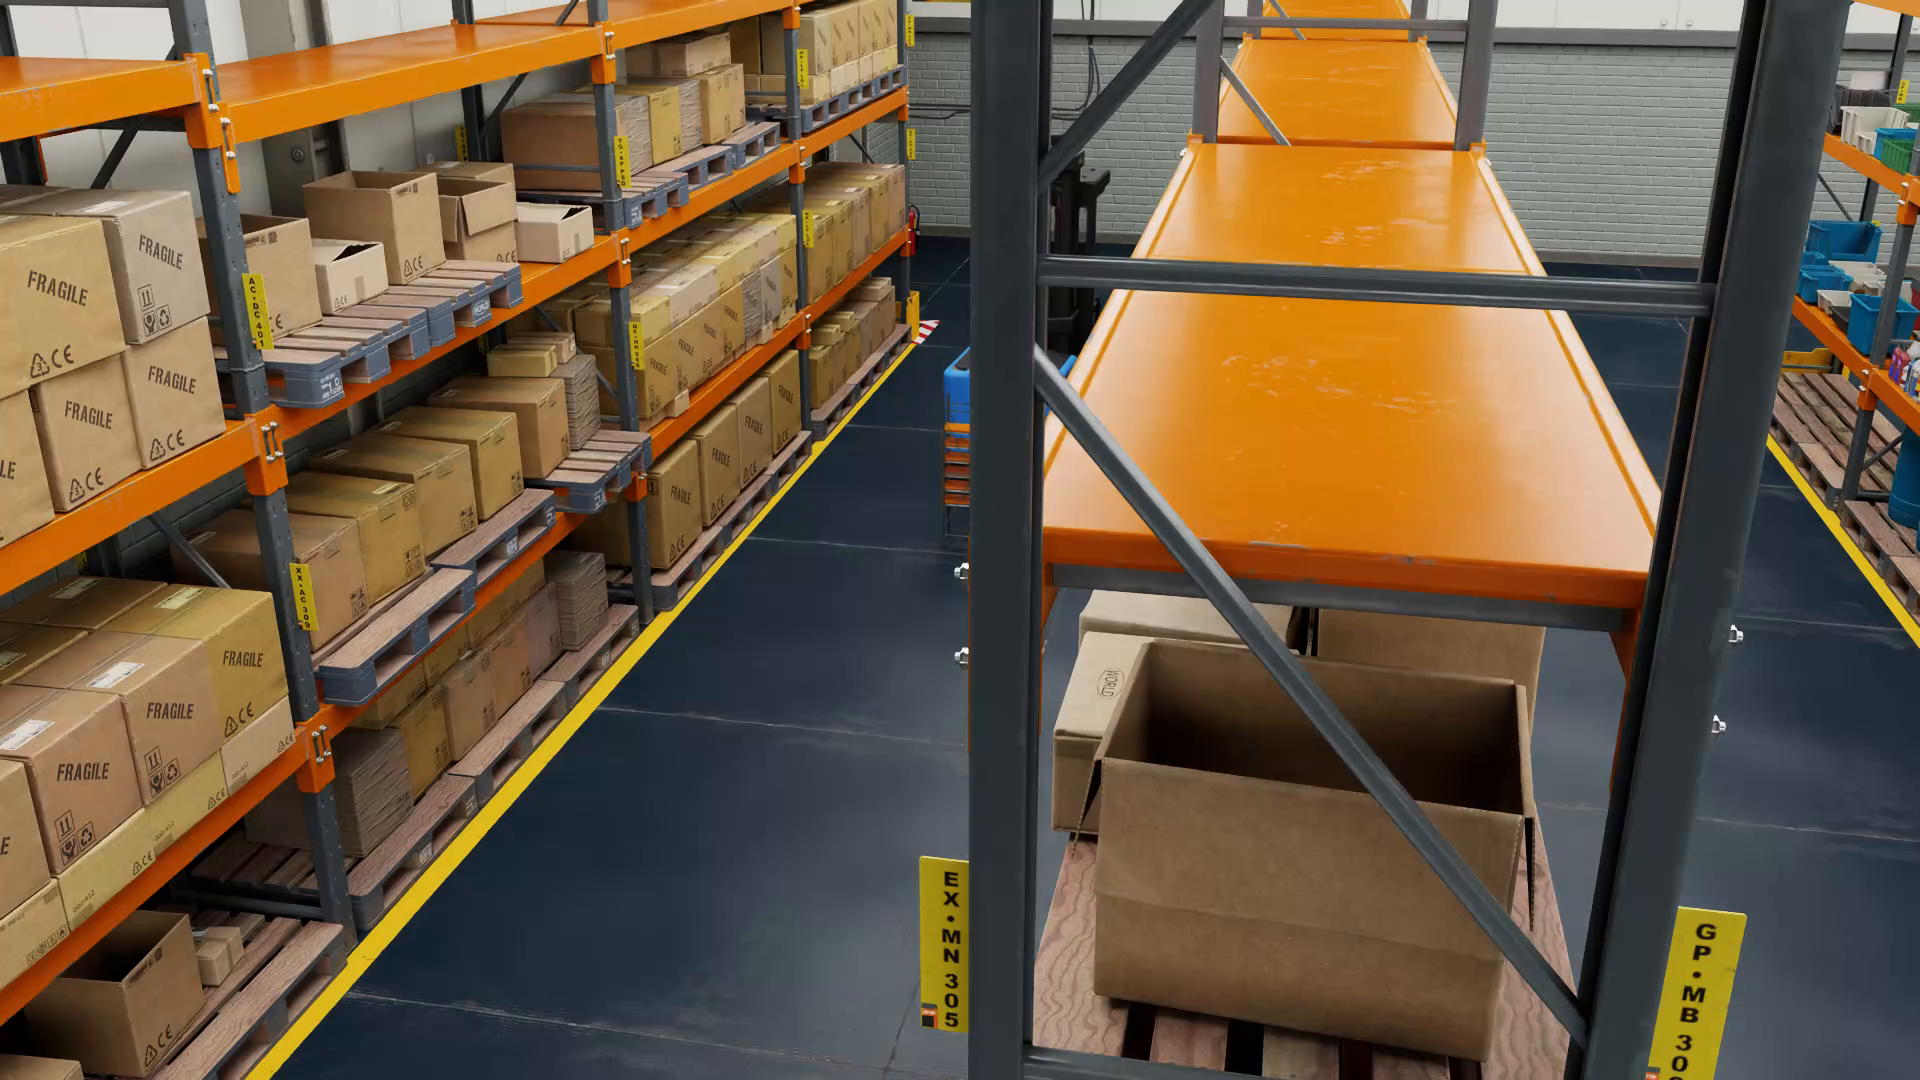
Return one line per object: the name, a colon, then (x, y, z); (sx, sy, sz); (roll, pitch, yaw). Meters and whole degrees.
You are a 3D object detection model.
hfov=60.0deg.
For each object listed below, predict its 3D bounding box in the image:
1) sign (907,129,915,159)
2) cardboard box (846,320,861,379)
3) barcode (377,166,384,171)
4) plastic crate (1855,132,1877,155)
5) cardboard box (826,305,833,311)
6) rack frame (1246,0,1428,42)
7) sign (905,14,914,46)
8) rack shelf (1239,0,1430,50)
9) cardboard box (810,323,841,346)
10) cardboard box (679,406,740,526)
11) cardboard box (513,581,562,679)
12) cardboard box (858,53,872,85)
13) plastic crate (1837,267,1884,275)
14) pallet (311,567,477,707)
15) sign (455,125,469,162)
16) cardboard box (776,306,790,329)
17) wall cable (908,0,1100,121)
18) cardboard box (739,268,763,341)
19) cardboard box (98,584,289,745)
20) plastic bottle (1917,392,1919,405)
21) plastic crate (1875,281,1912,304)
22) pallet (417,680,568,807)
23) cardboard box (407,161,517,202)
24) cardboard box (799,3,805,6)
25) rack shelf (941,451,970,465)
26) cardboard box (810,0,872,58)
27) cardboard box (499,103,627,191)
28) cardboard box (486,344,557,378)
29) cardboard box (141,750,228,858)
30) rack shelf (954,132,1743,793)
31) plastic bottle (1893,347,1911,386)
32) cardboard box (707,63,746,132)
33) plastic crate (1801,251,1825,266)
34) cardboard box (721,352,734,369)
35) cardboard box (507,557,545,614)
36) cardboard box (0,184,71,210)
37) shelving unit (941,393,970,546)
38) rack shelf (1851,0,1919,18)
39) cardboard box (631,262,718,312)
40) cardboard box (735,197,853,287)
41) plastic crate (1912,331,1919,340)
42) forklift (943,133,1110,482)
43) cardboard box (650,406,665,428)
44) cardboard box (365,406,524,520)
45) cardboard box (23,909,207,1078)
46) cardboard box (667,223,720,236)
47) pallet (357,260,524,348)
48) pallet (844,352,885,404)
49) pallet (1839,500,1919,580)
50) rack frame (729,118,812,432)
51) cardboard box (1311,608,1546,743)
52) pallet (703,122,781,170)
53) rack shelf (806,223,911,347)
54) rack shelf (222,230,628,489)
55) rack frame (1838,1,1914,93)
sign: (-0.543, -4.366, 18.342); (0.100, 0.325, 0.005); (4, 22, 11)
cardboard box: (-1.422, -1.974, 17.055); (0.700, 0.500, 0.500); (5, 22, 12)
barcode: (-3.433, -2.182, 9.861); (0.001, 0.075, 0.075); (4, 22, 11)
plastic crate: (7.698, -3.310, 13.926); (0.293, 0.136, 0.466); (4, 22, 11)
cardboard box: (-1.543, -2.435, 17.330); (0.380, 0.149, 0.250); (5, 22, 11)
rack frame: (2.147, -3.246, 9.398); (1.000, 3.000, 0.127); (4, 22, 11)
sign: (-0.543, -5.484, 17.891); (0.100, 0.325, 0.005); (4, 22, 11)
rack shelf: (2.555, -3.458, 11.423); (1.077, 0.370, 4.000); (4, 22, 11)
cardboard box: (-1.386, -2.016, 16.289); (0.380, 0.149, 0.250); (5, 23, 13)
cardboard box: (-2.240, -0.616, 13.213); (0.750, 0.750, 0.750); (4, 22, 11)
cardboard box: (-3.018, 0.563, 10.728); (0.700, 0.500, 0.500); (4, 22, 11)
cardboard box: (-1.167, -4.659, 16.427); (0.500, 0.250, 0.500); (4, 22, 9)
plastic crate: (8.565, -2.499, 15.845); (0.396, 0.136, 0.243); (4, 22, 11)
pallet: (-3.221, 0.444, 8.523); (1.003, 0.211, 1.213); (4, 22, 11)
sign: (-3.245, -2.553, 10.894); (0.100, 0.325, 0.005); (4, 22, 11)
cardboard box: (-1.708, -1.956, 14.534); (0.380, 0.149, 0.250); (5, 22, 12)
wall cable: (0.433, -7.149, 23.246); (3.097, 2.526, 0.112); (4, 22, 11)
cardboard box: (-1.940, -1.938, 13.621); (0.500, 0.500, 0.500); (4, 22, 11)
cardboard box: (-3.314, 0.532, 7.217); (0.500, 0.500, 0.500); (4, 22, 11)
plastic bottle: (7.199, -1.105, 12.378); (0.097, 0.201, 0.097); (0, 22, 0)
plastic crate: (8.303, -2.064, 14.573); (0.437, 0.282, 0.530); (4, 22, 11)
pallet: (-3.116, 1.185, 10.160); (1.003, 0.211, 1.213); (4, 22, 11)
cardboard box: (-3.076, -2.041, 10.260); (0.500, 0.500, 0.500); (4, 22, 11)
cardboard box: (-1.783, -4.868, 15.943); (0.500, 0.500, 0.500); (4, 22, 9)
rack shelf: (-0.003, -0.621, 13.118); (0.258, 0.103, 0.180); (4, 22, 11)
cardboard box: (-1.164, -5.014, 16.304); (0.500, 0.500, 0.500); (3, 22, 9)
cardboard box: (-2.663, -2.660, 11.235); (0.700, 0.500, 0.500); (3, 22, 7)
cardboard box: (-2.796, -1.144, 10.617); (0.380, 0.149, 0.250); (1, 22, 2)
cardboard box: (-3.430, 1.062, 6.907); (0.500, 0.250, 0.500); (5, 22, 11)
rack shelf: (0.922, -0.532, 4.159); (1.077, 0.370, 4.000); (4, 22, 11)
plastic bottle: (7.291, -1.343, 12.859); (0.061, 0.283, 0.133); (4, 22, 11)
cardboard box: (-2.175, -3.631, 13.646); (0.700, 0.500, 0.500); (3, 22, 8)
plastic crate: (8.120, -2.654, 16.103); (0.416, 0.233, 0.300); (4, 22, 11)
cardboard box: (-2.047, -1.492, 13.384); (0.380, 0.149, 0.250); (5, 23, 13)
cardboard box: (-2.977, 0.239, 10.528); (0.500, 0.250, 0.500); (5, 22, 12)
cardboard box: (-3.900, -1.130, 6.660); (0.500, 0.500, 0.500); (5, 22, 12)
shelving unit: (-0.003, -0.551, 13.147); (0.258, 1.200, 0.189); (4, 22, 11)
rack shelf: (8.219, -4.542, 14.115); (1.077, 0.370, 4.000); (4, 22, 11)
cardboard box: (-2.151, -1.907, 12.541); (0.500, 0.250, 0.500); (5, 22, 11)
cardboard box: (-1.606, -2.905, 16.181); (0.980, 0.700, 0.700); (4, 22, 10)
plastic crate: (8.046, -1.612, 13.644); (0.396, 0.136, 0.243); (4, 22, 11)
forklift: (0.722, -2.284, 15.132); (1.130, 2.935, 3.031); (6, 23, 14)
cardboard box: (-2.350, -0.926, 11.979); (0.380, 0.149, 0.250); (5, 22, 12)
cardboard box: (-3.022, -0.460, 9.788); (0.700, 0.500, 0.500); (4, 22, 11)
cardboard box: (-3.692, 1.961, 7.256); (0.500, 0.500, 0.500); (3, 22, 7)
cardboard box: (-2.337, -2.504, 14.023); (0.500, 0.250, 0.500); (5, 22, 12)
pallet: (-3.081, -1.278, 8.778); (1.213, 0.211, 1.003); (4, 22, 11)
pallet: (-1.409, -1.729, 17.393); (1.003, 0.211, 1.213); (4, 22, 11)
pallet: (7.613, 0.025, 13.038); (1.003, 0.211, 1.213); (4, 22, 11)
rack frame: (-1.887, -2.302, 15.085); (1.000, 3.000, 0.127); (4, 22, 11)
cardboard box: (1.121, 0.179, 4.027); (0.500, 0.500, 0.500); (4, 22, 11)
pallet: (-2.026, -3.266, 13.719); (0.805, 0.209, 1.217); (4, 22, 9)
rack shelf: (-1.479, -2.700, 17.036); (1.077, 0.370, 4.000); (4, 22, 11)
rack shelf: (-3.112, -1.166, 9.211); (1.077, 0.370, 4.000); (4, 22, 11)
rack frame: (8.627, -5.793, 15.722); (1.000, 3.000, 0.127); (4, 22, 11)
